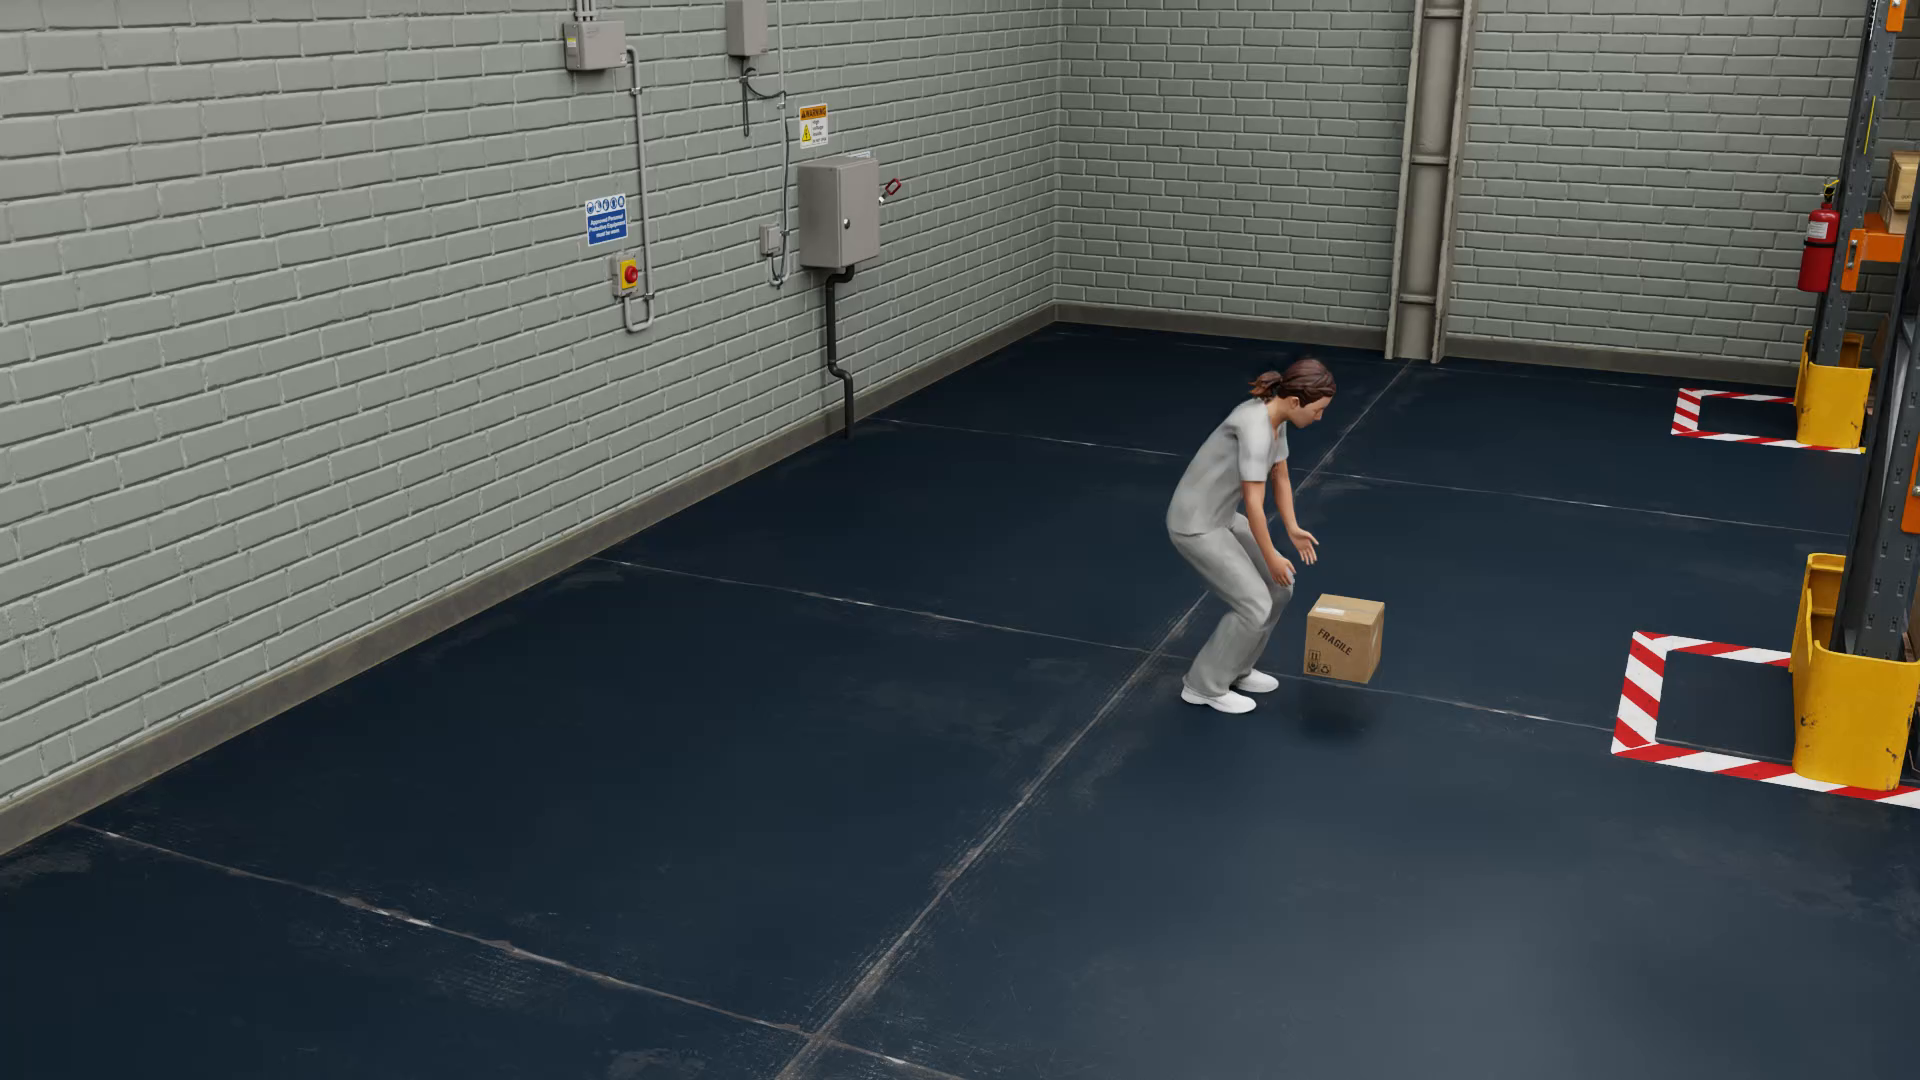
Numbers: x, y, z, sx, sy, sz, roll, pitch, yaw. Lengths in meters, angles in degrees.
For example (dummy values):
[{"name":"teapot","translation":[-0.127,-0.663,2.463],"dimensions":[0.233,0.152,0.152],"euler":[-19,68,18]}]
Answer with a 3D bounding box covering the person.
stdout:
[{"name":"person","translation":[1.138,-0.038,6.581],"dimensions":[0.615,1.418,0.490],"euler":[9,21,23]}]
